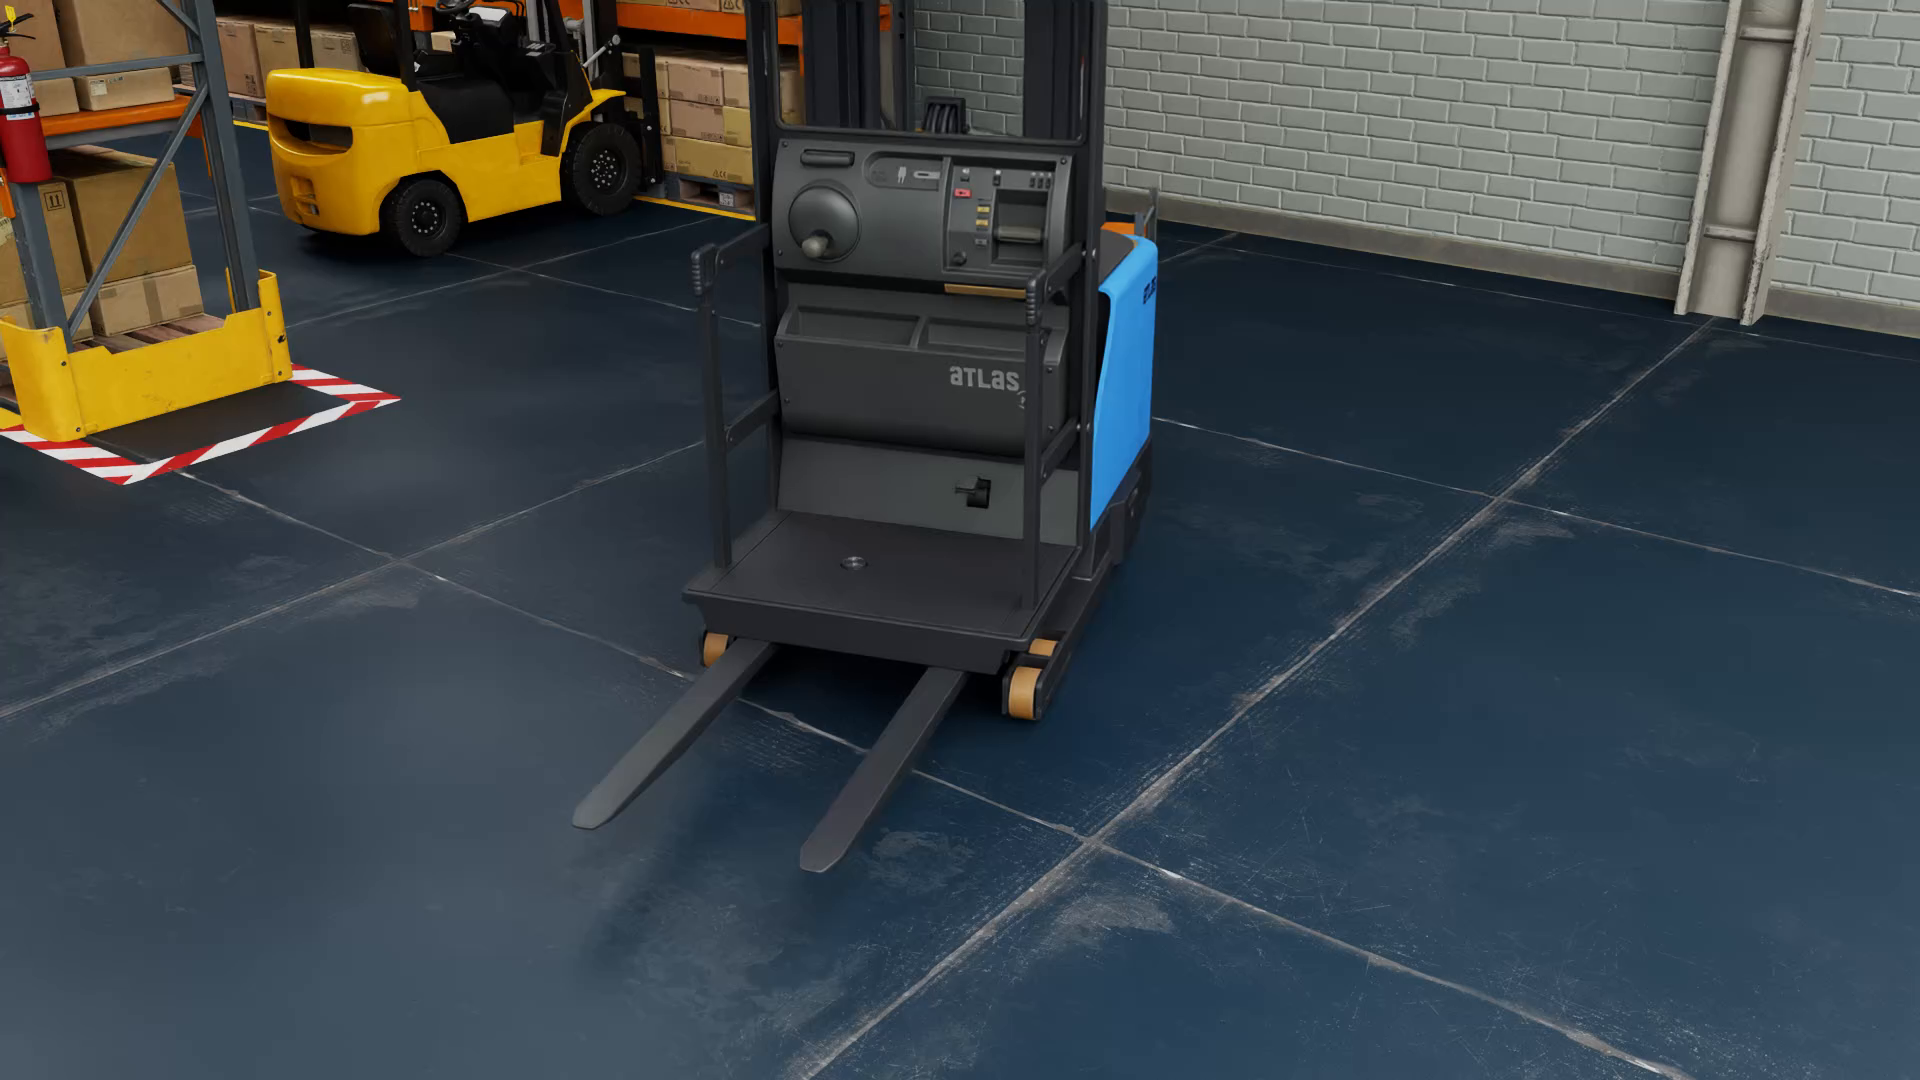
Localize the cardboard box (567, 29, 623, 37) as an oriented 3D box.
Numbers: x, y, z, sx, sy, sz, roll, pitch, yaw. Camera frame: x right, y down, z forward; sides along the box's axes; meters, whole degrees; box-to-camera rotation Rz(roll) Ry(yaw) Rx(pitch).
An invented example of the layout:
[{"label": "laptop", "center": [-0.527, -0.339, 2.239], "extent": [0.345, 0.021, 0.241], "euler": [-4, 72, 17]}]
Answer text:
[{"label": "cardboard box", "center": [-2.929, -3.784, 12.768], "extent": [0.500, 0.250, 0.500], "euler": [16, 29, 33]}]

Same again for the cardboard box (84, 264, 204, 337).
[{"label": "cardboard box", "center": [-4.106, -1.216, 8.178], "extent": [0.500, 0.250, 0.500], "euler": [17, 29, 33]}]

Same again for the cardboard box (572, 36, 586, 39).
[{"label": "cardboard box", "center": [-2.846, -3.497, 12.116], "extent": [0.500, 0.250, 0.500], "euler": [18, 29, 35]}]

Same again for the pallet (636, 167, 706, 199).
[{"label": "pallet", "center": [-2.261, -2.791, 12.322], "extent": [1.213, 0.211, 1.003], "euler": [17, 29, 33]}]

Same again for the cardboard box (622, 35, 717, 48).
[{"label": "cardboard box", "center": [-2.125, -3.539, 12.211], "extent": [0.500, 0.250, 0.500], "euler": [16, 28, 32]}]

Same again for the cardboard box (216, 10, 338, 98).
[{"label": "cardboard box", "center": [-6.035, -4.329, 14.780], "extent": [0.625, 0.625, 0.875], "euler": [18, 29, 35]}]

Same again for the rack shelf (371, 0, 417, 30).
[{"label": "rack shelf", "center": [-5.453, -4.722, 14.138], "extent": [4.000, 0.370, 1.077], "euler": [17, 29, 33]}]

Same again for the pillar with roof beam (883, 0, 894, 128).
[{"label": "pillar with roof beam", "center": [-3.251, -5.415, 7.380], "extent": [0.400, 9.000, 9.100], "euler": [17, 29, 33]}]

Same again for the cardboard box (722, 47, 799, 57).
[{"label": "cardboard box", "center": [-1.325, -3.288, 11.642], "extent": [0.500, 0.250, 0.500], "euler": [17, 29, 33]}]

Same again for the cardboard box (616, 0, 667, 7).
[{"label": "cardboard box", "center": [-2.023, -3.932, 11.330], "extent": [0.500, 0.500, 0.500], "euler": [16, 29, 32]}]

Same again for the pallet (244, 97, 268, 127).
[{"label": "pallet", "center": [-5.446, -3.752, 14.503], "extent": [1.213, 0.211, 1.003], "euler": [17, 29, 33]}]

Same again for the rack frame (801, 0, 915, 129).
[{"label": "rack frame", "center": [-0.652, -3.600, 10.700], "extent": [0.127, 3.000, 1.000], "euler": [17, 29, 33]}]

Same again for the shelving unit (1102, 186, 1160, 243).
[{"label": "shelving unit", "center": [0.238, -0.859, 6.804], "extent": [1.048, 1.125, 0.538], "euler": [5, 24, 12]}]

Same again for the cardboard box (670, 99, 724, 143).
[{"label": "cardboard box", "center": [-1.624, -2.904, 11.391], "extent": [0.500, 0.250, 0.500], "euler": [16, 29, 33]}]

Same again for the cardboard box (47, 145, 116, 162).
[{"label": "cardboard box", "center": [-4.546, -1.690, 8.324], "extent": [0.500, 0.500, 0.500], "euler": [16, 28, 31]}]

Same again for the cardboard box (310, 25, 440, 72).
[{"label": "cardboard box", "center": [-4.894, -3.985, 13.999], "extent": [0.625, 0.625, 0.875], "euler": [16, 29, 33]}]

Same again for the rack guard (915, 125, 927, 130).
[{"label": "rack guard", "center": [-0.633, -2.450, 11.191], "extent": [0.348, 0.500, 1.175], "euler": [17, 29, 33]}]

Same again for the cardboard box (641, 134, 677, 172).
[{"label": "cardboard box", "center": [-2.005, -2.793, 11.758], "extent": [0.500, 0.250, 0.500], "euler": [17, 29, 34]}]

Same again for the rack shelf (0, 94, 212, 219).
[{"label": "rack shelf", "center": [-5.227, -2.152, 8.306], "extent": [4.000, 0.370, 1.077], "euler": [17, 29, 33]}]

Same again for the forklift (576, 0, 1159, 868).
[{"label": "forklift", "center": [-0.179, -0.985, 4.851], "extent": [1.130, 2.935, 3.031], "euler": [7, 25, 16]}]

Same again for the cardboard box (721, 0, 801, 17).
[{"label": "cardboard box", "center": [-1.204, -3.680, 10.758], "extent": [0.500, 0.500, 0.500], "euler": [16, 28, 32]}]

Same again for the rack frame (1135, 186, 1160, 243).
[{"label": "rack frame", "center": [0.733, -0.813, 6.700], "extent": [0.032, 1.125, 0.500], "euler": [5, 24, 12]}]

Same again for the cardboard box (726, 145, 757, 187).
[{"label": "cardboard box", "center": [-1.218, -2.546, 11.197], "extent": [0.500, 0.250, 0.500], "euler": [17, 29, 34]}]

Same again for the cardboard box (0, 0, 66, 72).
[{"label": "cardboard box", "center": [-4.226, -2.222, 7.079], "extent": [0.500, 0.500, 0.500], "euler": [16, 29, 32]}]

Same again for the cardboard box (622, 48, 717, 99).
[{"label": "cardboard box", "center": [-2.030, -3.243, 11.538], "extent": [0.500, 0.250, 0.500], "euler": [17, 29, 34]}]

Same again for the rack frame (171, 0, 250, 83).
[{"label": "rack frame", "center": [-7.054, -5.534, 15.091], "extent": [0.127, 3.000, 1.000], "euler": [17, 29, 33]}]

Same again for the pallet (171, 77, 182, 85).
[{"label": "pallet", "center": [-7.629, -4.451, 16.091], "extent": [1.213, 0.211, 1.003], "euler": [17, 29, 33]}]

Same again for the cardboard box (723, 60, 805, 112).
[{"label": "cardboard box", "center": [-1.208, -3.002, 10.993], "extent": [0.500, 0.250, 0.500], "euler": [18, 29, 35]}]

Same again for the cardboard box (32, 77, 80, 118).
[{"label": "cardboard box", "center": [-4.054, -1.904, 7.163], "extent": [0.250, 0.149, 0.380], "euler": [18, 29, 35]}]

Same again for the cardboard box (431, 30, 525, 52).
[{"label": "cardboard box", "center": [-3.654, -3.740, 12.668], "extent": [0.500, 0.250, 0.500], "euler": [16, 29, 33]}]

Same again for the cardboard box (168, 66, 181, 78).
[{"label": "cardboard box", "center": [-7.521, -4.616, 15.585], "extent": [0.500, 0.500, 0.500], "euler": [18, 29, 35]}]

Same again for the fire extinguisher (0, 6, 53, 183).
[{"label": "fire extinguisher", "center": [-3.811, -1.786, 6.679], "extent": [0.183, 0.674, 0.296], "euler": [17, 29, 33]}]
